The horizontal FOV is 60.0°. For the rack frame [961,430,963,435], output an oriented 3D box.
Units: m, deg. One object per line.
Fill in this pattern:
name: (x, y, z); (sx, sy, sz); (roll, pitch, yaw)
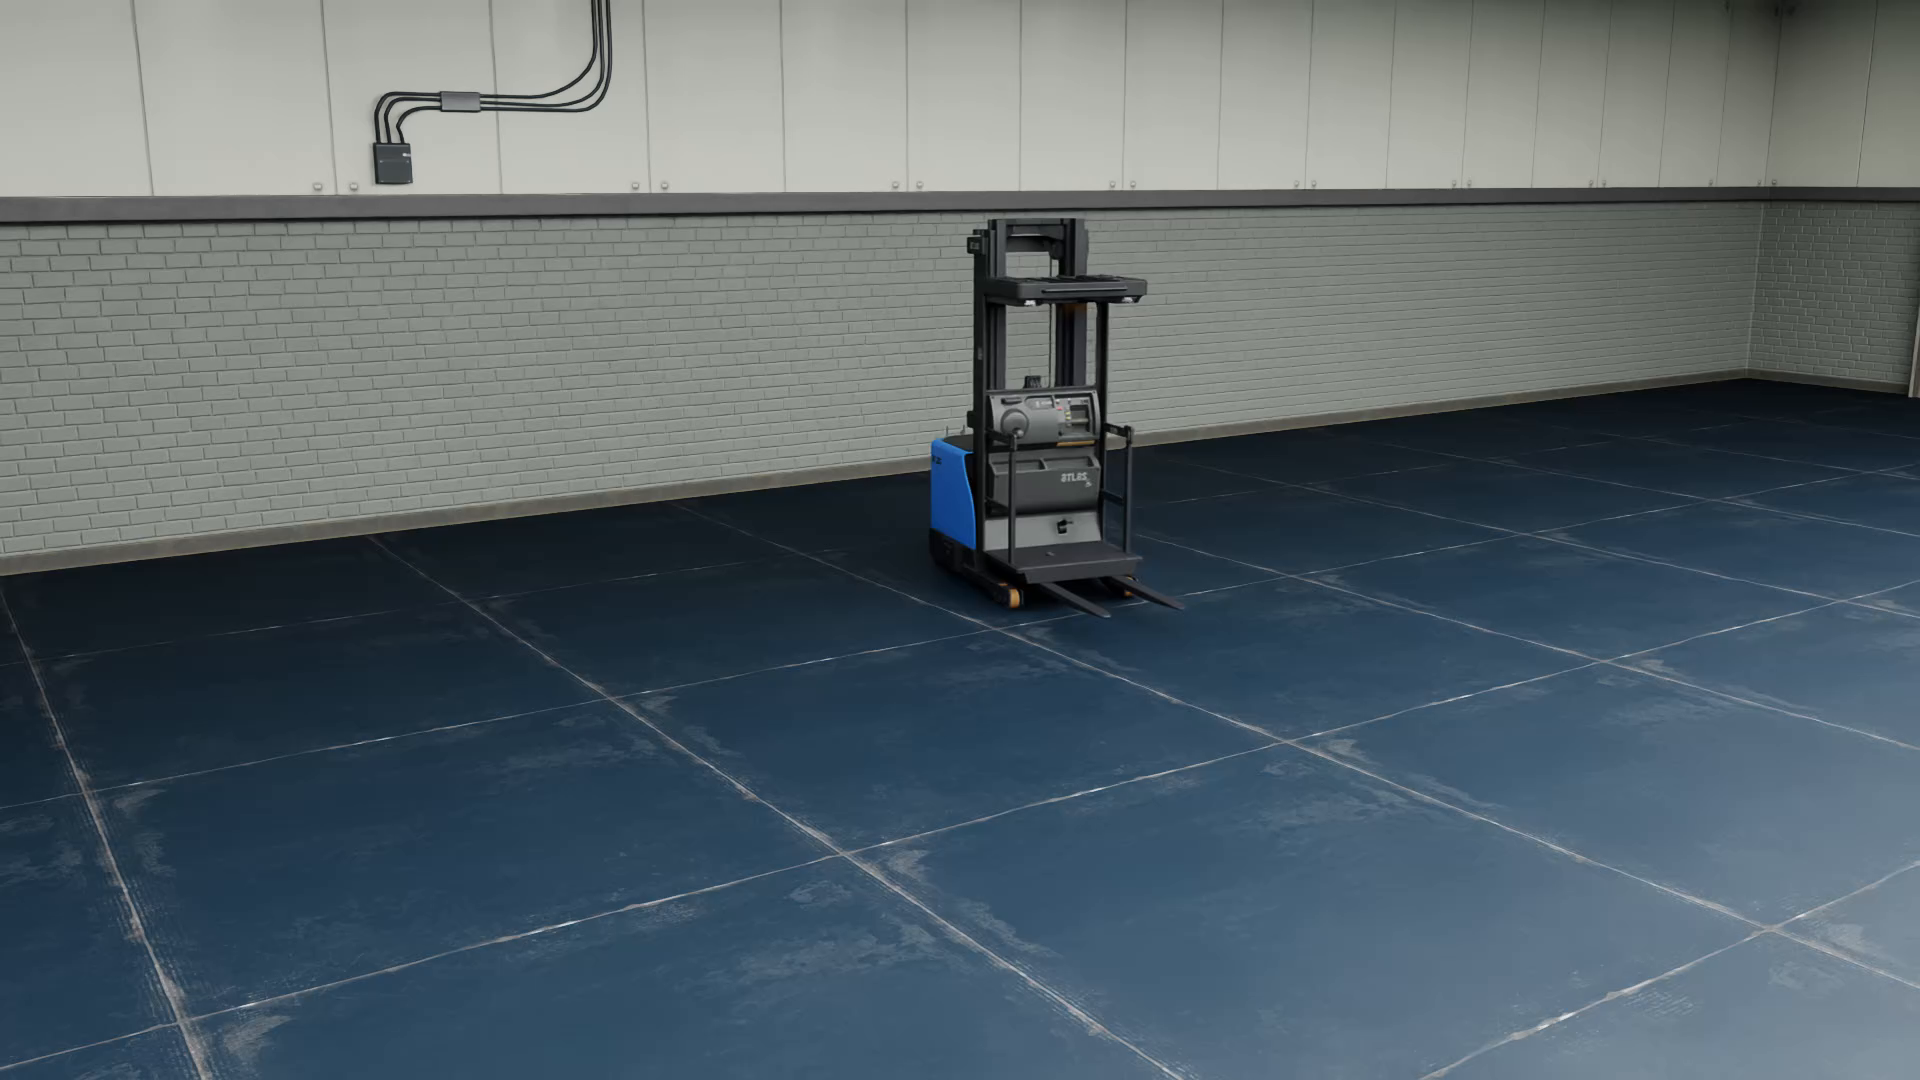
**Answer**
rack frame: (0.097, -0.482, 14.995); (0.200, 1.050, 0.008); (-8, 15, -33)

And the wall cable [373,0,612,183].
wall cable: (-4.275, -6.277, 14.929); (2.305, 6.003, 0.169); (-8, 15, -33)

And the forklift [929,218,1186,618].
forklift: (0.755, -0.999, 12.956); (1.130, 2.935, 3.031); (-5, 13, -21)

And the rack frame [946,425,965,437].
rack frame: (-0.038, -0.525, 15.194); (0.200, 1.050, 0.008); (-8, 15, -33)

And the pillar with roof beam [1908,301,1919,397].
pillar with roof beam: (10.984, -6.033, 21.775); (9.100, 9.000, 0.400); (-8, 15, -33)

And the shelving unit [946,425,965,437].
shelving unit: (0.030, -0.503, 15.094); (0.215, 1.050, 0.252); (-8, 15, -33)
